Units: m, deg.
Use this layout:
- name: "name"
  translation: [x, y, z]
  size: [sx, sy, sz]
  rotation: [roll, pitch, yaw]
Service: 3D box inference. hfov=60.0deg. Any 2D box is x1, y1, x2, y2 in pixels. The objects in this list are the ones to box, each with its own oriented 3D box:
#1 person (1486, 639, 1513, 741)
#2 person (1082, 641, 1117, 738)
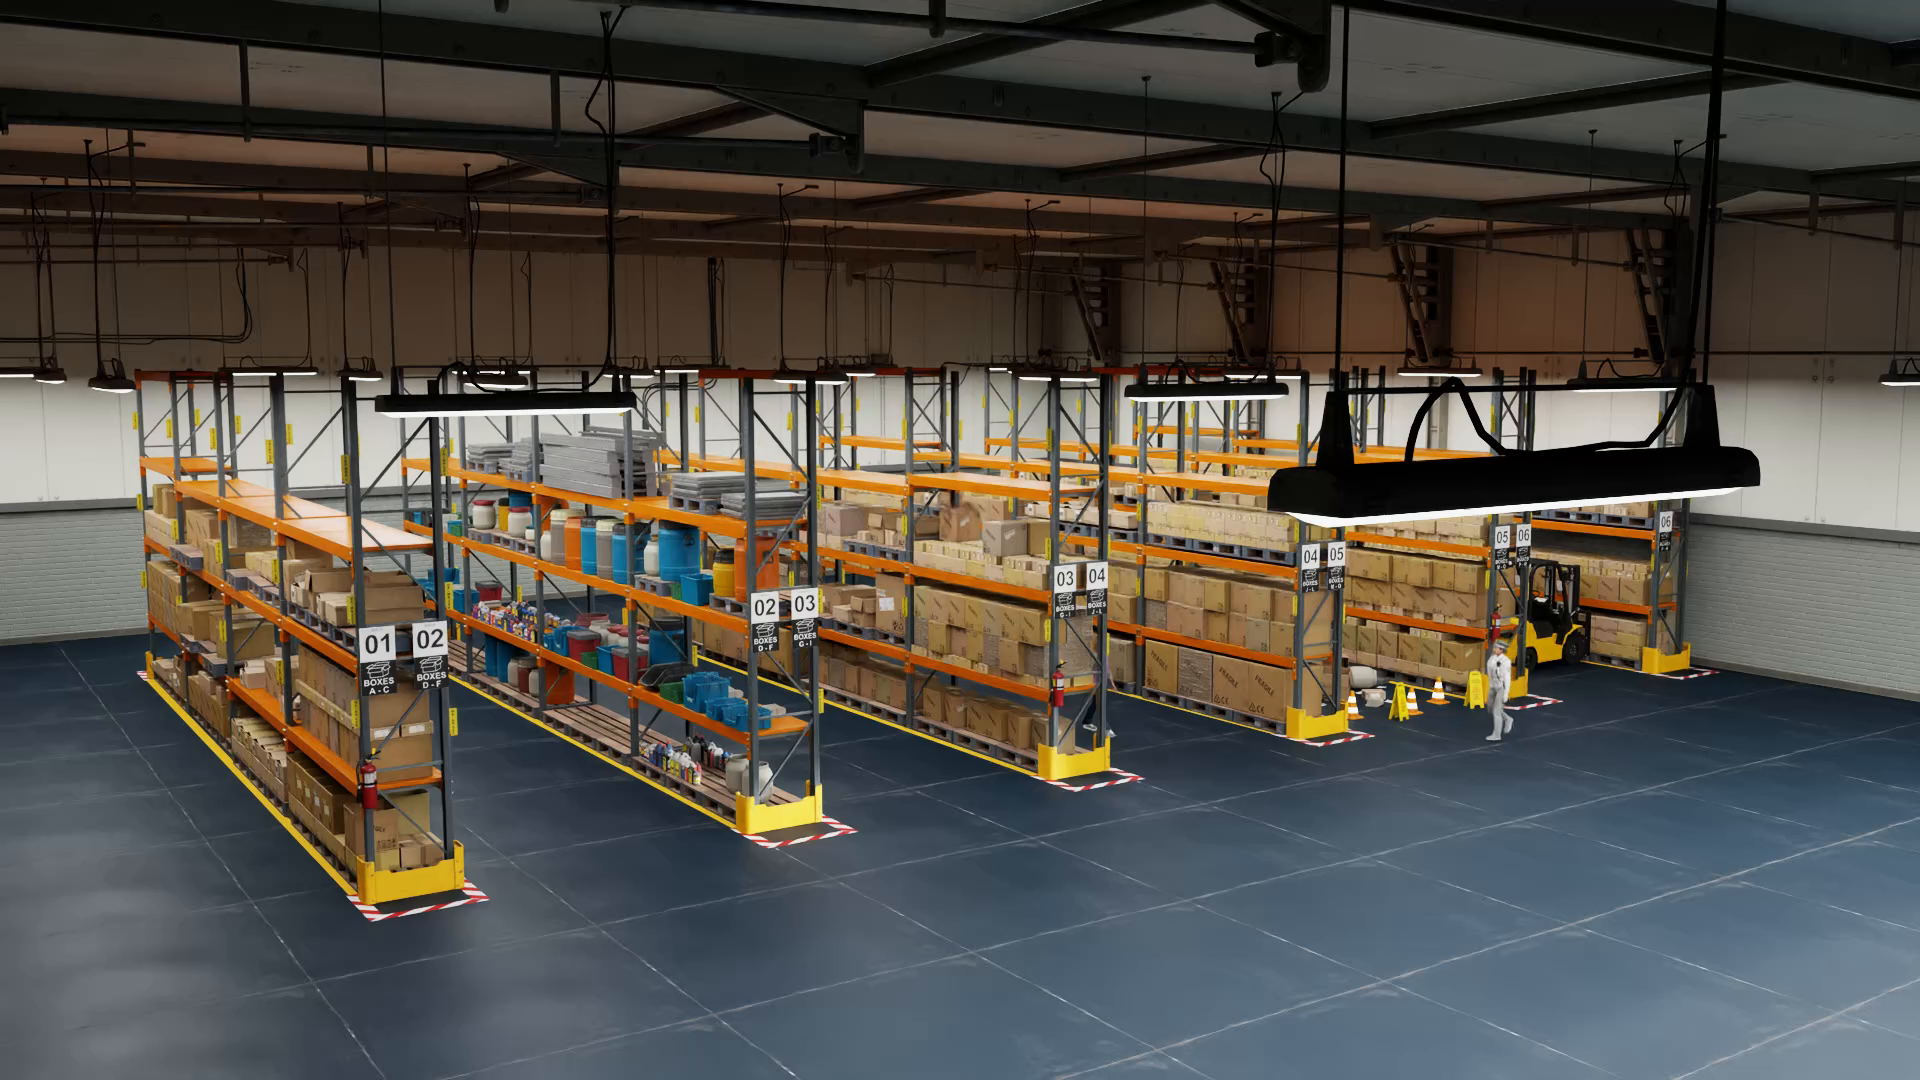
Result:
- name: "person"
  translation: [8.861, 2.421, 27.198]
  size: [0.650, 1.667, 0.492]
  rotation: [-3, 7, -23]
- name: "person"
  translation: [2.315, 2.444, 27.574]
  size: [0.736, 1.606, 0.442]
  rotation: [6, 8, 40]
